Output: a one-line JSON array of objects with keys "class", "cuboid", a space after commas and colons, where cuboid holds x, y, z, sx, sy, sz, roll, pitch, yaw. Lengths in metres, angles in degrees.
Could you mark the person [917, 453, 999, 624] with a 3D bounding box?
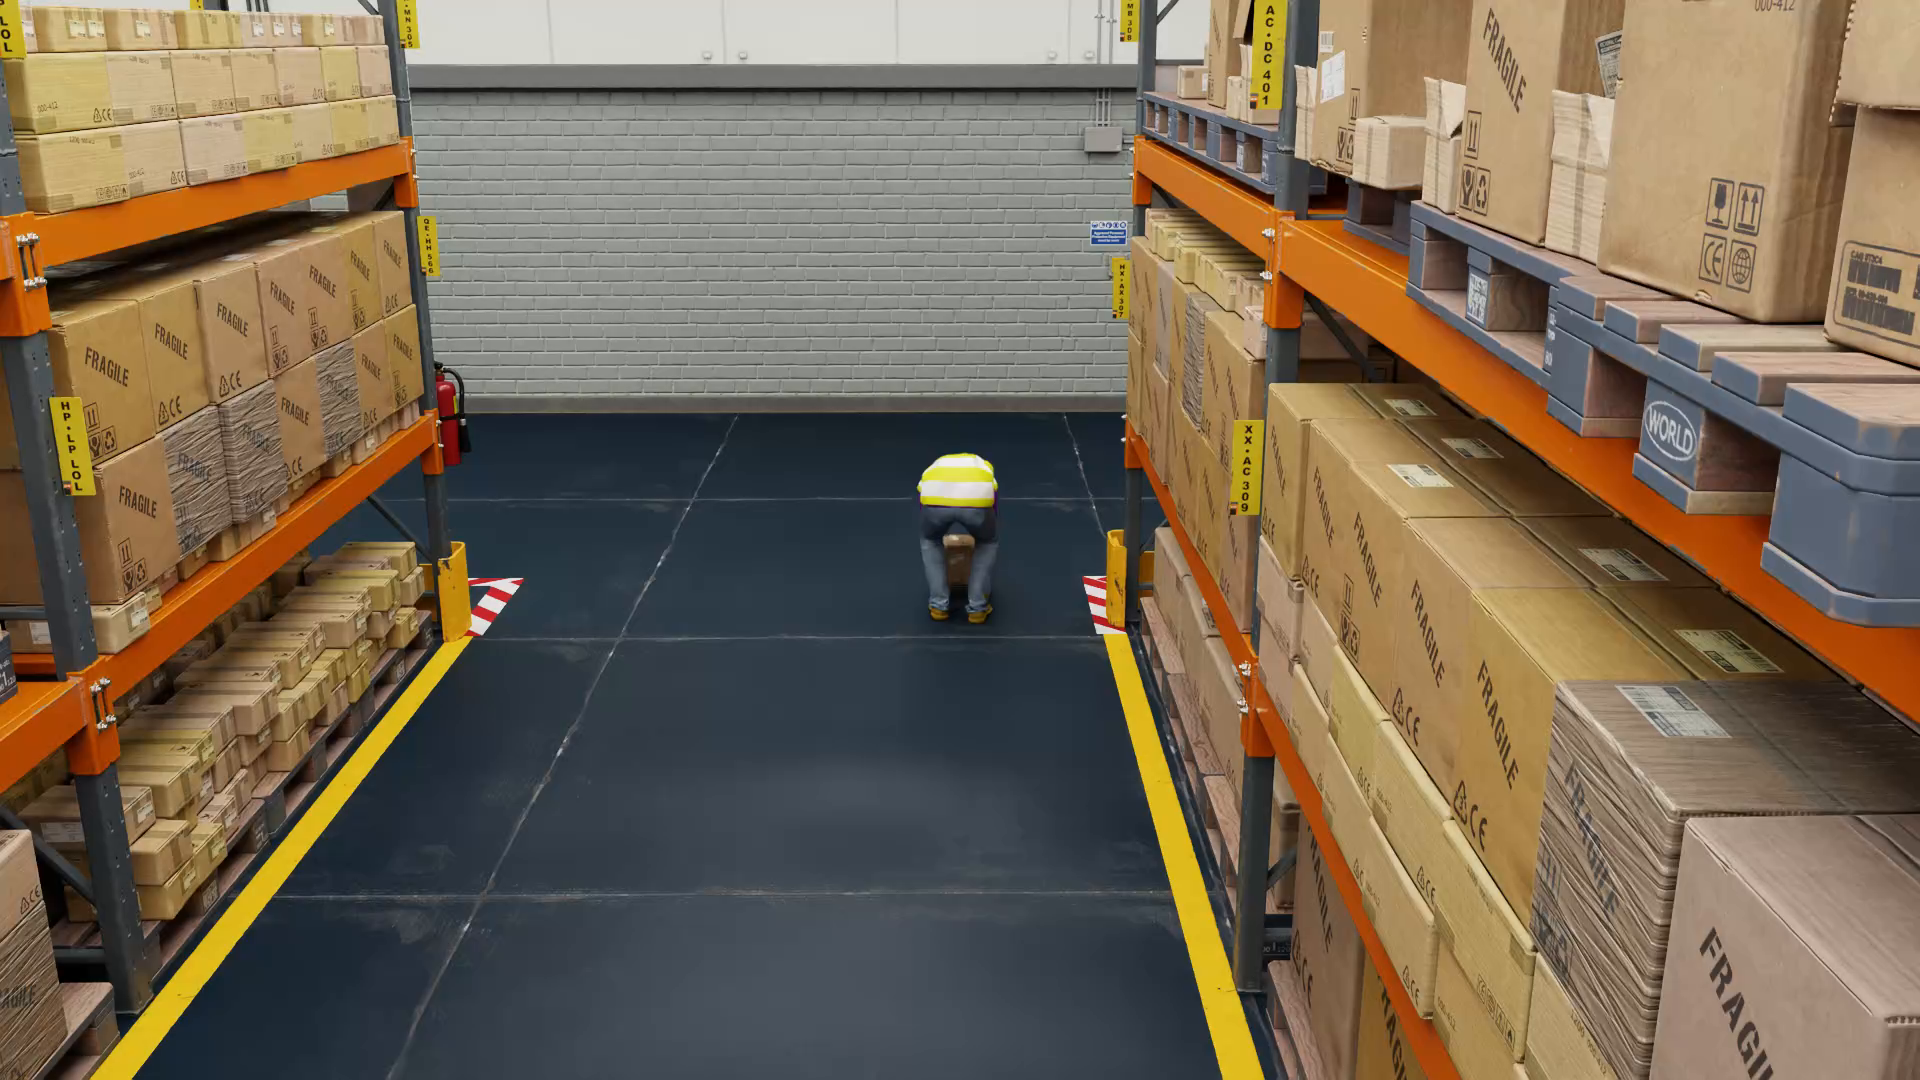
[{"class": "person", "cuboid": [-0.014, -0.072, 10.053, 0.503, 0.993, 0.974, 1, 17, 2]}]
